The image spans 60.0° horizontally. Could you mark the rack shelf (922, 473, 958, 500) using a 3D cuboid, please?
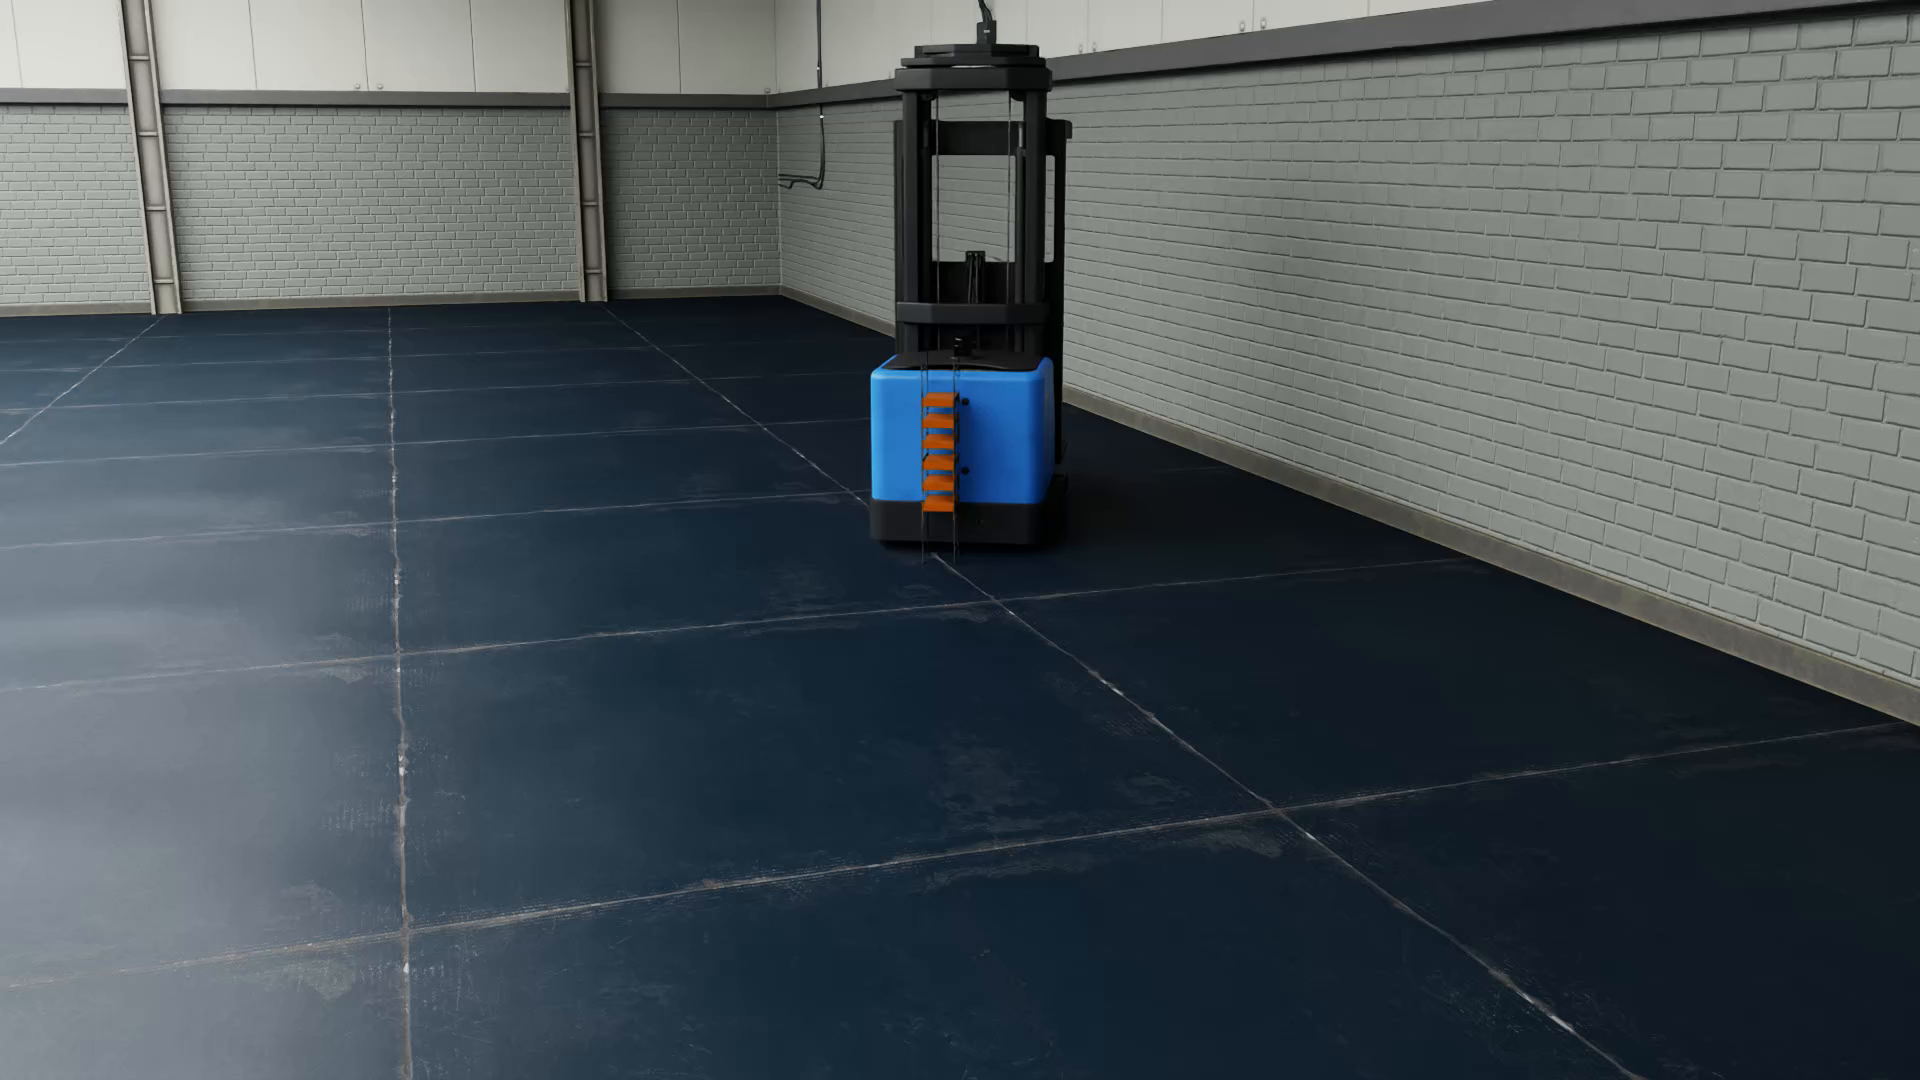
[{"bbox_3d":[-0.110,-0.307,9.549,0.180,0.103,0.258,2,14,7],"label":"rack shelf"}]

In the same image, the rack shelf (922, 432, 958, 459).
[{"bbox_3d":[-0.110,-0.540,9.493,0.180,0.103,0.258,2,14,7],"label":"rack shelf"}]

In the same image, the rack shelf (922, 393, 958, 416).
[{"bbox_3d":[-0.110,-0.774,9.436,0.180,0.103,0.258,2,14,7],"label":"rack shelf"}]

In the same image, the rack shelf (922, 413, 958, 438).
[{"bbox_3d":[-0.110,-0.657,9.465,0.180,0.103,0.258,2,14,7],"label":"rack shelf"}]

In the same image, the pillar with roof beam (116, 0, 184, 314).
[{"bbox_3d":[-9.971,-6.688,18.812,0.400,9.000,9.100,-4,14,-18],"label":"pillar with roof beam"}]

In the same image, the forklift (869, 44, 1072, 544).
[{"bbox_3d":[0.153,-1.689,10.910,1.130,2.935,3.031,2,13,7],"label":"forklift"}]

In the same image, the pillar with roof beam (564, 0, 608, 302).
[{"bbox_3d":[-4.284,-7.130,20.674,0.400,9.000,9.100,-4,14,-18],"label":"pillar with roof beam"}]

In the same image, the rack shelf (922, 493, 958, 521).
[{"bbox_3d":[-0.110,-0.190,9.577,0.180,0.103,0.258,2,14,7],"label":"rack shelf"}]

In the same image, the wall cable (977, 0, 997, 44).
[{"bbox_3d":[0.569,-7.573,15.186,0.169,6.003,2.305,-4,14,-18],"label":"wall cable"}]

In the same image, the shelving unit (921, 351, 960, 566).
[{"bbox_3d":[-0.110,-0.467,9.510,0.189,1.200,0.258,2,14,7],"label":"shelving unit"}]

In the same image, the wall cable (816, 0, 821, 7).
[{"bbox_3d":[-1.581,-8.355,21.618,0.112,2.526,3.097,-4,14,-18],"label":"wall cable"}]

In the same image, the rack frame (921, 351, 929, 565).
[{"bbox_3d":[-0.201,-0.469,9.521,0.006,1.200,0.240,2,14,7],"label":"rack frame"}]

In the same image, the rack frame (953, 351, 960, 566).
[{"bbox_3d":[-0.019,-0.464,9.500,0.006,1.200,0.240,2,14,7],"label":"rack frame"}]

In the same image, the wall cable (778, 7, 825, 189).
[{"bbox_3d":[-2.443,-6.491,24.697,0.112,2.526,3.097,-4,14,-18],"label":"wall cable"}]

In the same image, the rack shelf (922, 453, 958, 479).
[{"bbox_3d":[-0.110,-0.424,9.521,0.180,0.103,0.258,2,14,7],"label":"rack shelf"}]
